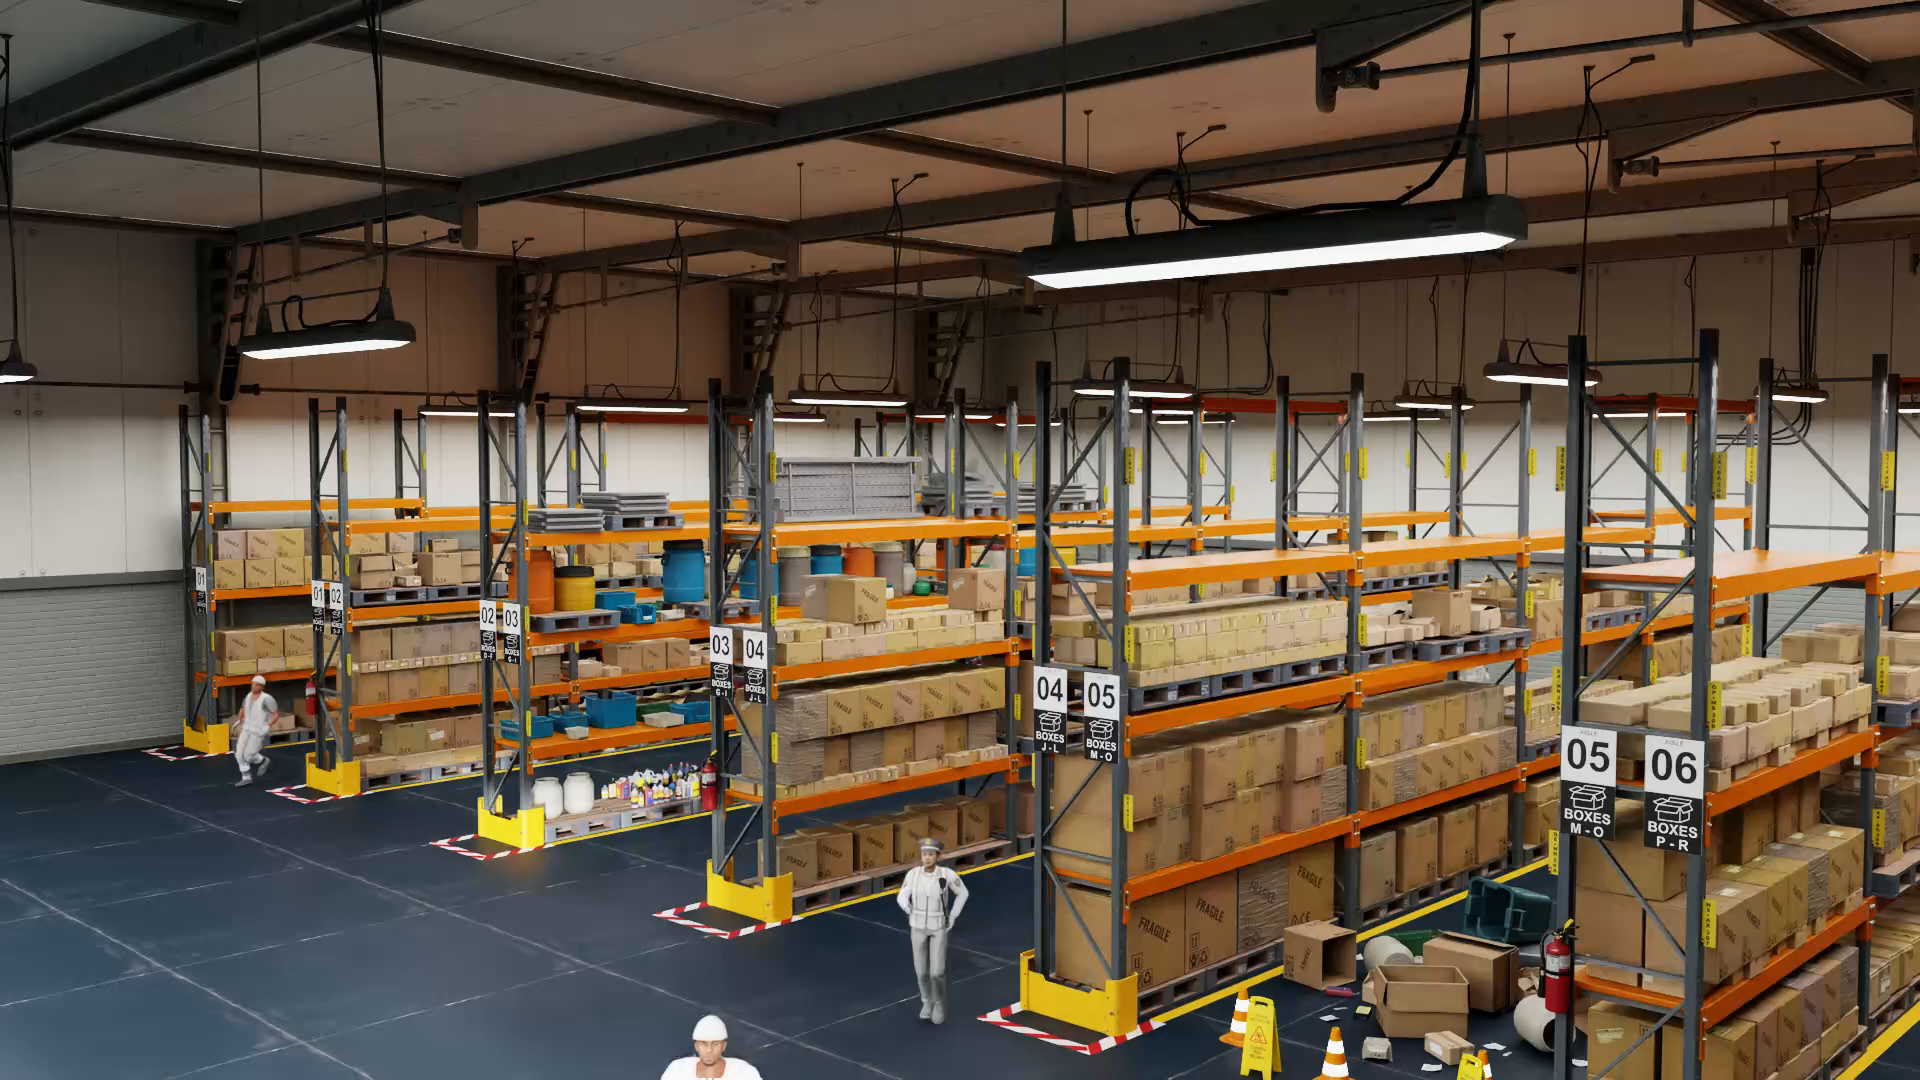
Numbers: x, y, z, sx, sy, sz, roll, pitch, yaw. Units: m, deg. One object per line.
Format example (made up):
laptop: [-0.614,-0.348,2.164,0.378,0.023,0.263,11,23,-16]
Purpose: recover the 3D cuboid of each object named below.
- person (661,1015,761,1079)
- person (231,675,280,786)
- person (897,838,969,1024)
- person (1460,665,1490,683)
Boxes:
person: [-1.489,3.740,9.985,0.688,1.789,0.841,0,3,-4]
person: [-10.904,2.954,25.800,0.703,1.727,0.573,1,3,21]
person: [-0.280,3.534,15.022,0.625,1.698,0.587,1,3,13]
person: [9.548,2.699,30.856,0.654,1.682,0.875,-2,4,-32]
